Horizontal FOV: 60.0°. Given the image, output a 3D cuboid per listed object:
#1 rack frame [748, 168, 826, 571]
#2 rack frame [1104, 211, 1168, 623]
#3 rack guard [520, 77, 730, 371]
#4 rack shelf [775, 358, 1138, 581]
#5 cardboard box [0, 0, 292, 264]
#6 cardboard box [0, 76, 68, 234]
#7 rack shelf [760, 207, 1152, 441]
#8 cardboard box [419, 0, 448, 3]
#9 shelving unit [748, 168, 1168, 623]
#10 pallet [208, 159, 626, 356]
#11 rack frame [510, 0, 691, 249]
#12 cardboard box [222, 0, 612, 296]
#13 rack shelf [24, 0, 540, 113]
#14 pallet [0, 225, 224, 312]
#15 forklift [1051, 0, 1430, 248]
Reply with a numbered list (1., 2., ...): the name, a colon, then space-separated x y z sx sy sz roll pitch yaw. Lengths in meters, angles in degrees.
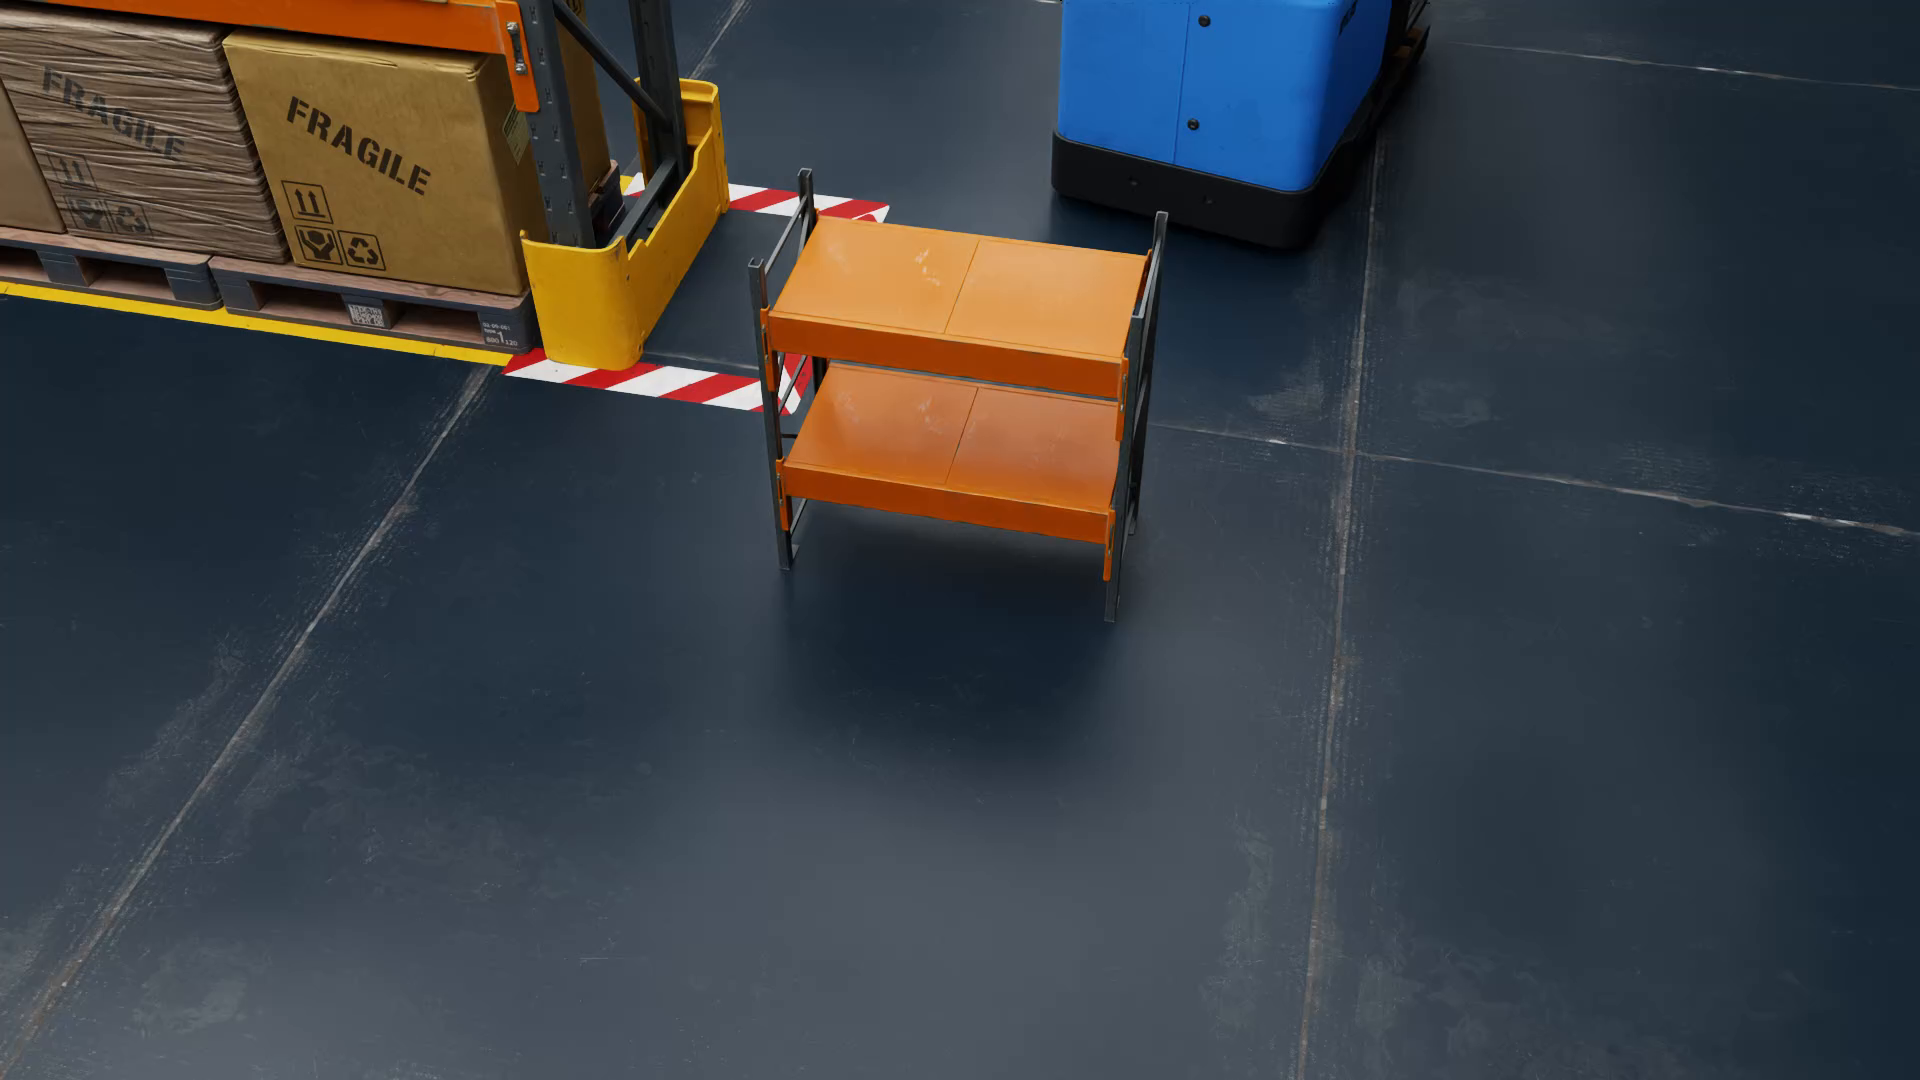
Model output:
1. rack frame: -0.489 -0.481 4.939 0.032 1.125 0.500 9 45 9
2. rack frame: 0.503 -0.327 4.779 0.032 1.125 0.500 9 45 9
3. rack guard: -1.200 -1.189 6.125 0.348 0.500 1.175 9 45 9
4. rack shelf: 0.007 -0.228 5.028 1.000 0.278 0.538 9 45 9
5. cardboard box: -2.754 -1.660 6.041 0.875 0.875 0.875 9 45 9
6. cardboard box: -3.622 -1.795 6.181 0.875 0.875 0.875 9 45 9
7. rack shelf: 0.007 -0.615 4.656 1.000 0.278 0.538 9 45 9
8. cardboard box: -1.643 -1.834 5.174 0.250 0.149 0.380 10 45 10
9. shelving unit: 0.007 -0.404 4.859 1.048 1.125 0.538 9 45 9
10. pallet: -2.021 -1.157 6.300 1.213 0.211 1.003 9 45 9
11. rack frame: -1.224 -2.094 5.262 0.127 3.000 1.000 9 45 9
12. cardboard box: -1.866 -1.522 5.898 0.875 0.875 0.875 9 45 9
13. rack shelf: -3.175 -2.137 5.826 4.000 0.370 1.077 9 45 9
14. pallet: -3.208 -1.343 6.493 1.213 0.211 1.003 9 45 9
15. forklift: 1.447 -3.187 6.448 1.130 2.935 3.031 18 47 18
